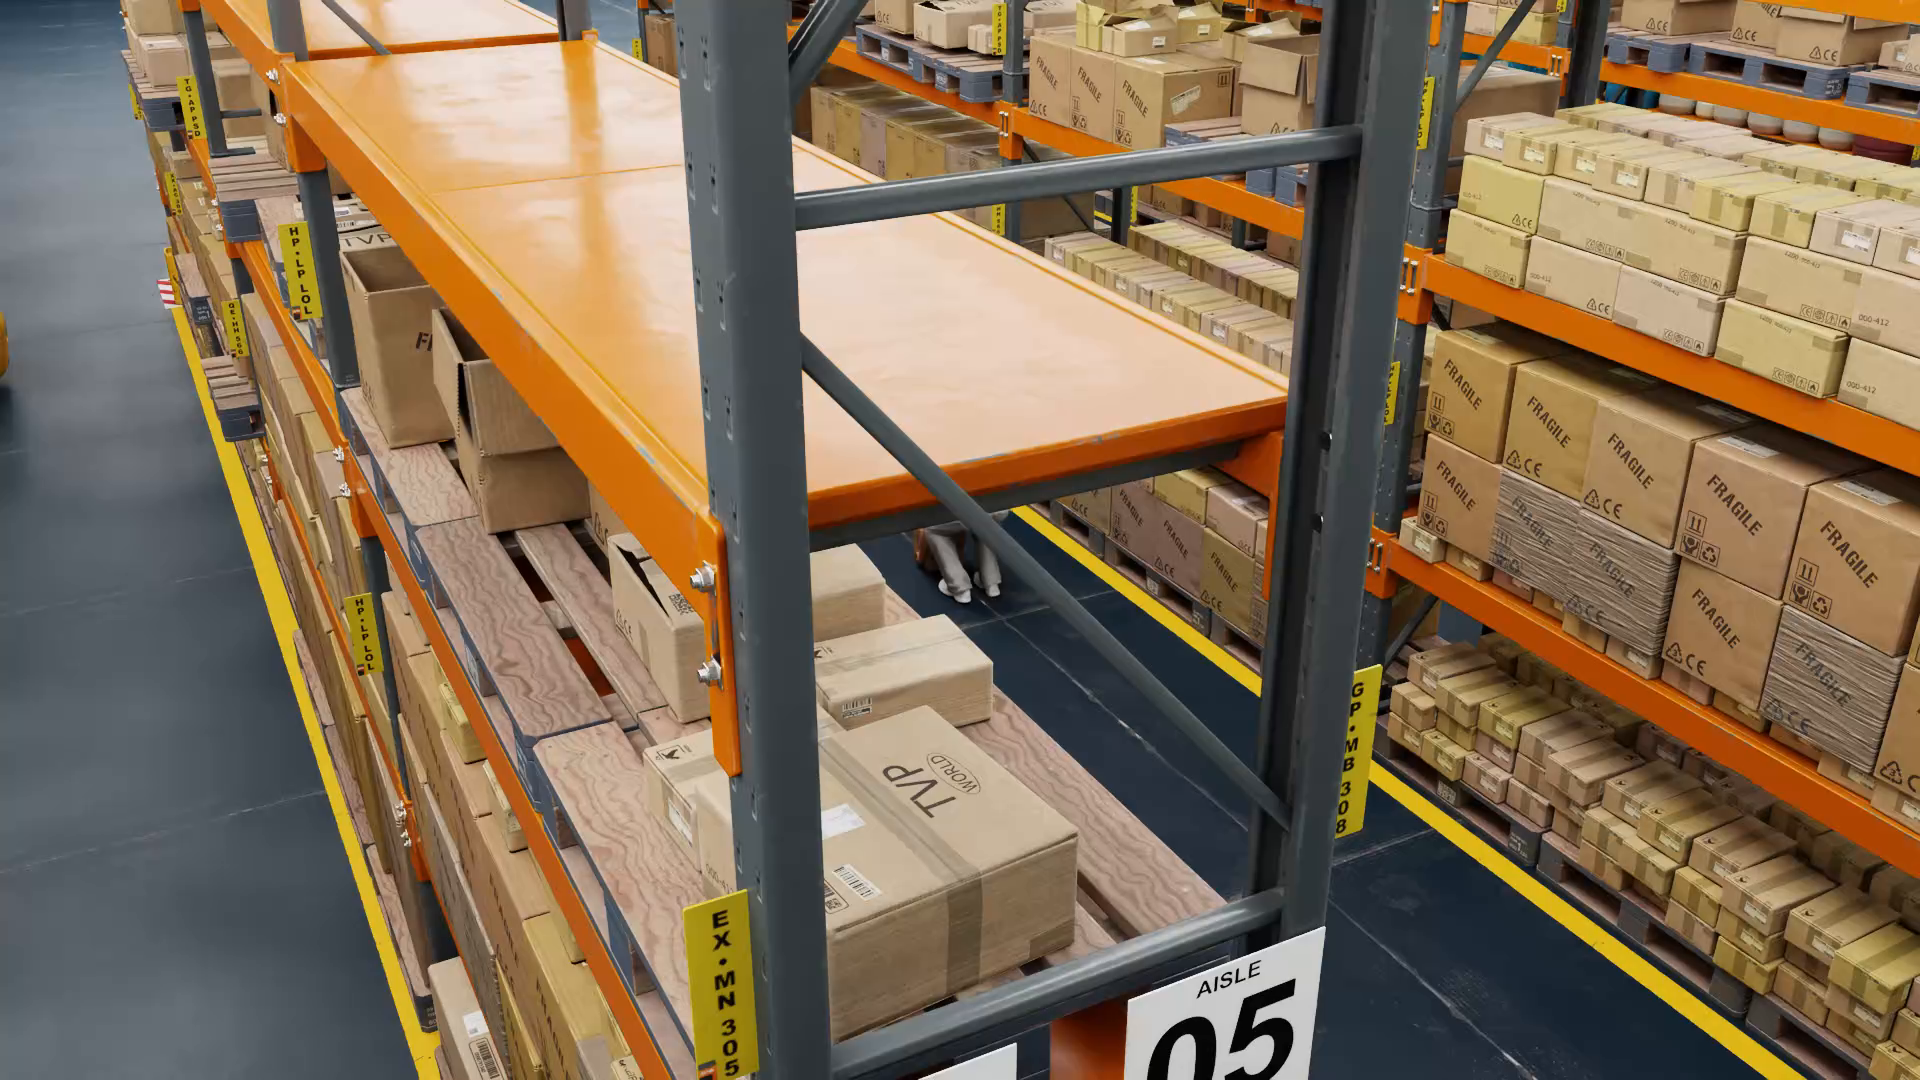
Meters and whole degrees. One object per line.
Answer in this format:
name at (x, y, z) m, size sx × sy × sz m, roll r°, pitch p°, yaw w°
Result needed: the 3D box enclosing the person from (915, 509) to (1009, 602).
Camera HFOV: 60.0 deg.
person at (-0.005, -0.102, 10.791) m, size 0.476 × 0.852 × 0.852 m, roll -14°, pitch 29°, yaw -27°
